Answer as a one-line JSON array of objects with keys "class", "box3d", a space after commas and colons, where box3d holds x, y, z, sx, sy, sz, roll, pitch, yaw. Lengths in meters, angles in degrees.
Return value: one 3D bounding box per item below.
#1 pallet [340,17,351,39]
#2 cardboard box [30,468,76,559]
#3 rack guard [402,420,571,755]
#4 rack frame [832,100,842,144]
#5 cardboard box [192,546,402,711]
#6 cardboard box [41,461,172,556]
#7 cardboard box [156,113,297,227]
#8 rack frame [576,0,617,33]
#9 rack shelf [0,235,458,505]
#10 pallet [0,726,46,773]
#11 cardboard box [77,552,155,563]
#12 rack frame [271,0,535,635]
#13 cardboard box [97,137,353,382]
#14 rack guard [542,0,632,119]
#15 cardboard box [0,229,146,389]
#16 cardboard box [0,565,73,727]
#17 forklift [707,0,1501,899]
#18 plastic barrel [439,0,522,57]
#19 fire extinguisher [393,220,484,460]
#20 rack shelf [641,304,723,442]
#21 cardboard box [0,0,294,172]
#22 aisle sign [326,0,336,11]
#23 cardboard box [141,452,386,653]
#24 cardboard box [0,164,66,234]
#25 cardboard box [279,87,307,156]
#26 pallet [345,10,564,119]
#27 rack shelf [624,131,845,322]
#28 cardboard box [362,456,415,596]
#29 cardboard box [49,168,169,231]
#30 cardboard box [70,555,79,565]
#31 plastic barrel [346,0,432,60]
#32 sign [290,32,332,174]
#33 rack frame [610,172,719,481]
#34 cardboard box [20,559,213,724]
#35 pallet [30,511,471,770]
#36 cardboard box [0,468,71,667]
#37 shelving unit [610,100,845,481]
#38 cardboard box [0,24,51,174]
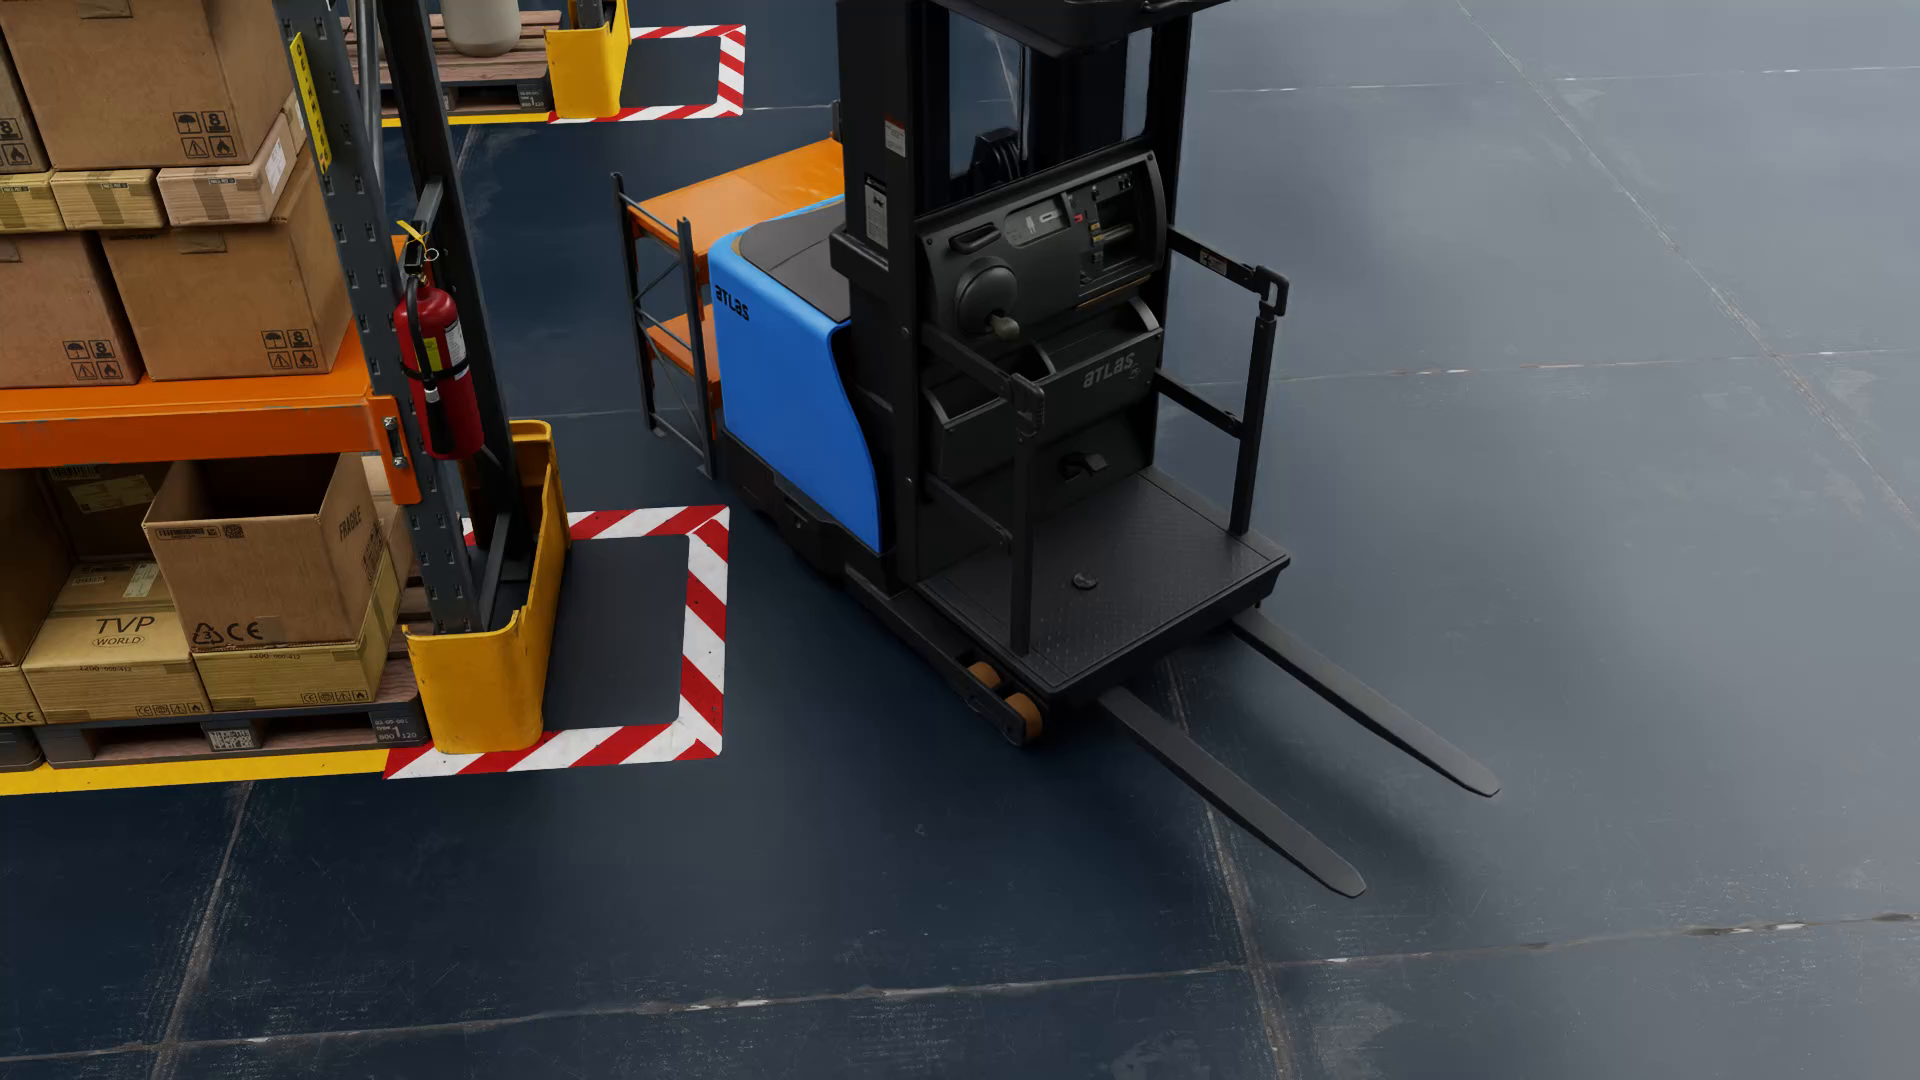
[{"class": "pallet", "box3d": [-4.140, -2.671, 9.465, 1.213, 0.211, 1.003, -3, 38, -4]}, {"class": "cardboard box", "box3d": [-3.160, -0.273, 5.450, 0.500, 0.500, 0.500, -3, 38, -4]}, {"class": "rack guard", "box3d": [-1.588, 0.131, 5.681, 0.348, 0.500, 1.175, -3, 38, -4]}, {"class": "rack frame", "box3d": [-0.343, -1.202, 6.866, 0.032, 1.125, 0.500, -27, 46, -30]}, {"class": "cardboard box", "box3d": [-2.120, 0.277, 5.358, 0.500, 0.250, 0.500, -3, 38, -4]}, {"class": "cardboard box", "box3d": [-2.663, -0.308, 5.494, 0.500, 0.500, 0.500, -3, 38, -4]}, {"class": "cardboard box", "box3d": [-1.975, -1.005, 4.497, 0.250, 0.149, 0.380, -4, 38, -5]}, {"class": "rack frame", "box3d": [-2.047, -3.906, 8.778, 0.127, 3.000, 1.000, -3, 38, -4]}, {"class": "rack shelf", "box3d": [-3.604, -0.457, 4.988, 4.000, 0.370, 1.077, -3, 38, -4]}, {"class": "pallet", "box3d": [-3.582, 0.378, 5.600, 1.213, 0.211, 1.003, -3, 38, -4]}, {"class": "cardboard box", "box3d": [-2.663, -0.013, 5.725, 0.500, 0.250, 0.500, -3, 38, -4]}, {"class": "rack frame", "box3d": [-1.612, -0.849, 4.905, 0.127, 3.000, 1.000, -3, 38, -4]}, {"class": "cardboard box", "box3d": [-2.078, -0.871, 4.851, 0.500, 0.500, 0.700, -3, 38, -4]}, {"class": "rack guard", "box3d": [-2.118, -2.891, 9.511, 0.348, 0.500, 1.175, -3, 38, -4]}, {"class": "cardboard box", "box3d": [-2.600, -0.839, 4.811, 0.500, 0.500, 0.700, -2, 38, -3]}, {"class": "cardboard box", "box3d": [-3.114, 0.340, 5.278, 0.500, 0.250, 0.500, -3, 38, -4]}, {"class": "forklift", "box3d": [0.405, -0.838, 4.946, 1.130, 2.935, 3.031, -26, 45, -29]}, {"class": "plastic barrel", "box3d": [-2.695, -3.011, 9.313, 0.421, 0.512, 0.421, 0, 38, 0]}, {"class": "fire extinguisher", "box3d": [-1.453, -0.539, 4.574, 0.183, 0.674, 0.296, -3, 38, -4]}, {"class": "rack shelf", "box3d": [-0.733, -0.809, 6.761, 1.000, 0.278, 0.538, -27, 46, -30]}, {"class": "cardboard box", "box3d": [-2.130, -1.377, 4.446, 0.500, 0.500, 0.700, -3, 38, -4]}, {"class": "aisle sign", "box3d": [-1.520, -1.692, 3.874, 0.004, 0.787, 0.394, -3, 38, -4]}, {"class": "cardboard box", "box3d": [-2.119, -0.016, 5.124, 0.500, 0.500, 0.500, -3, 38, -4]}, {"class": "cardboard box", "box3d": [-2.491, -0.975, 4.460, 0.250, 0.149, 0.380, -4, 38, -5]}, {"class": "cardboard box", "box3d": [-2.022, -1.254, 4.814, 0.250, 0.149, 0.380, -3, 38, -4]}, {"class": "pallet", "box3d": [-2.928, -2.736, 9.548, 1.213, 0.211, 1.003, -3, 38, -4]}, {"class": "rack shelf", "box3d": [-0.733, -1.230, 6.429, 1.000, 0.278, 0.538, -27, 46, -30]}, {"class": "cardboard box", "box3d": [-2.165, -0.042, 5.763, 0.500, 0.250, 0.500, -3, 38, -4]}, {"class": "cardboard box", "box3d": [-2.236, -0.989, 4.478, 0.250, 0.149, 0.380, -2, 38, -3]}, {"class": "cardboard box", "box3d": [-3.161, 0.014, 5.691, 0.500, 0.250, 0.500, -3, 38, -4]}, {"class": "plastic barrel", "box3d": [-3.195, -2.983, 9.278, 0.421, 0.512, 0.421, 0, 38, 0]}, {"class": "sign", "box3d": [-1.577, -1.061, 4.047, 0.005, 0.325, 0.100, -3, 38, -4]}, {"class": "rack frame", "box3d": [-1.124, -0.799, 6.354, 0.032, 1.125, 0.500, -27, 46, -30]}, {"class": "cardboard box", "box3d": [-2.617, 0.312, 5.314, 0.500, 0.250, 0.500, -3, 38, -4]}, {"class": "pallet", "box3d": [-2.370, 0.313, 5.682, 1.213, 0.211, 1.003, -3, 38, -4]}, {"class": "cardboard box", "box3d": [-3.114, 0.048, 5.043, 0.500, 0.500, 0.500, -3, 38, -4]}, {"class": "shelving unit", "box3d": [-0.733, -1.001, 6.610, 1.048, 1.125, 0.538, -27, 46, -30]}, {"class": "cardboard box", "box3d": [-2.654, -1.345, 4.405, 0.500, 0.500, 0.700, -4, 38, -5]}]
